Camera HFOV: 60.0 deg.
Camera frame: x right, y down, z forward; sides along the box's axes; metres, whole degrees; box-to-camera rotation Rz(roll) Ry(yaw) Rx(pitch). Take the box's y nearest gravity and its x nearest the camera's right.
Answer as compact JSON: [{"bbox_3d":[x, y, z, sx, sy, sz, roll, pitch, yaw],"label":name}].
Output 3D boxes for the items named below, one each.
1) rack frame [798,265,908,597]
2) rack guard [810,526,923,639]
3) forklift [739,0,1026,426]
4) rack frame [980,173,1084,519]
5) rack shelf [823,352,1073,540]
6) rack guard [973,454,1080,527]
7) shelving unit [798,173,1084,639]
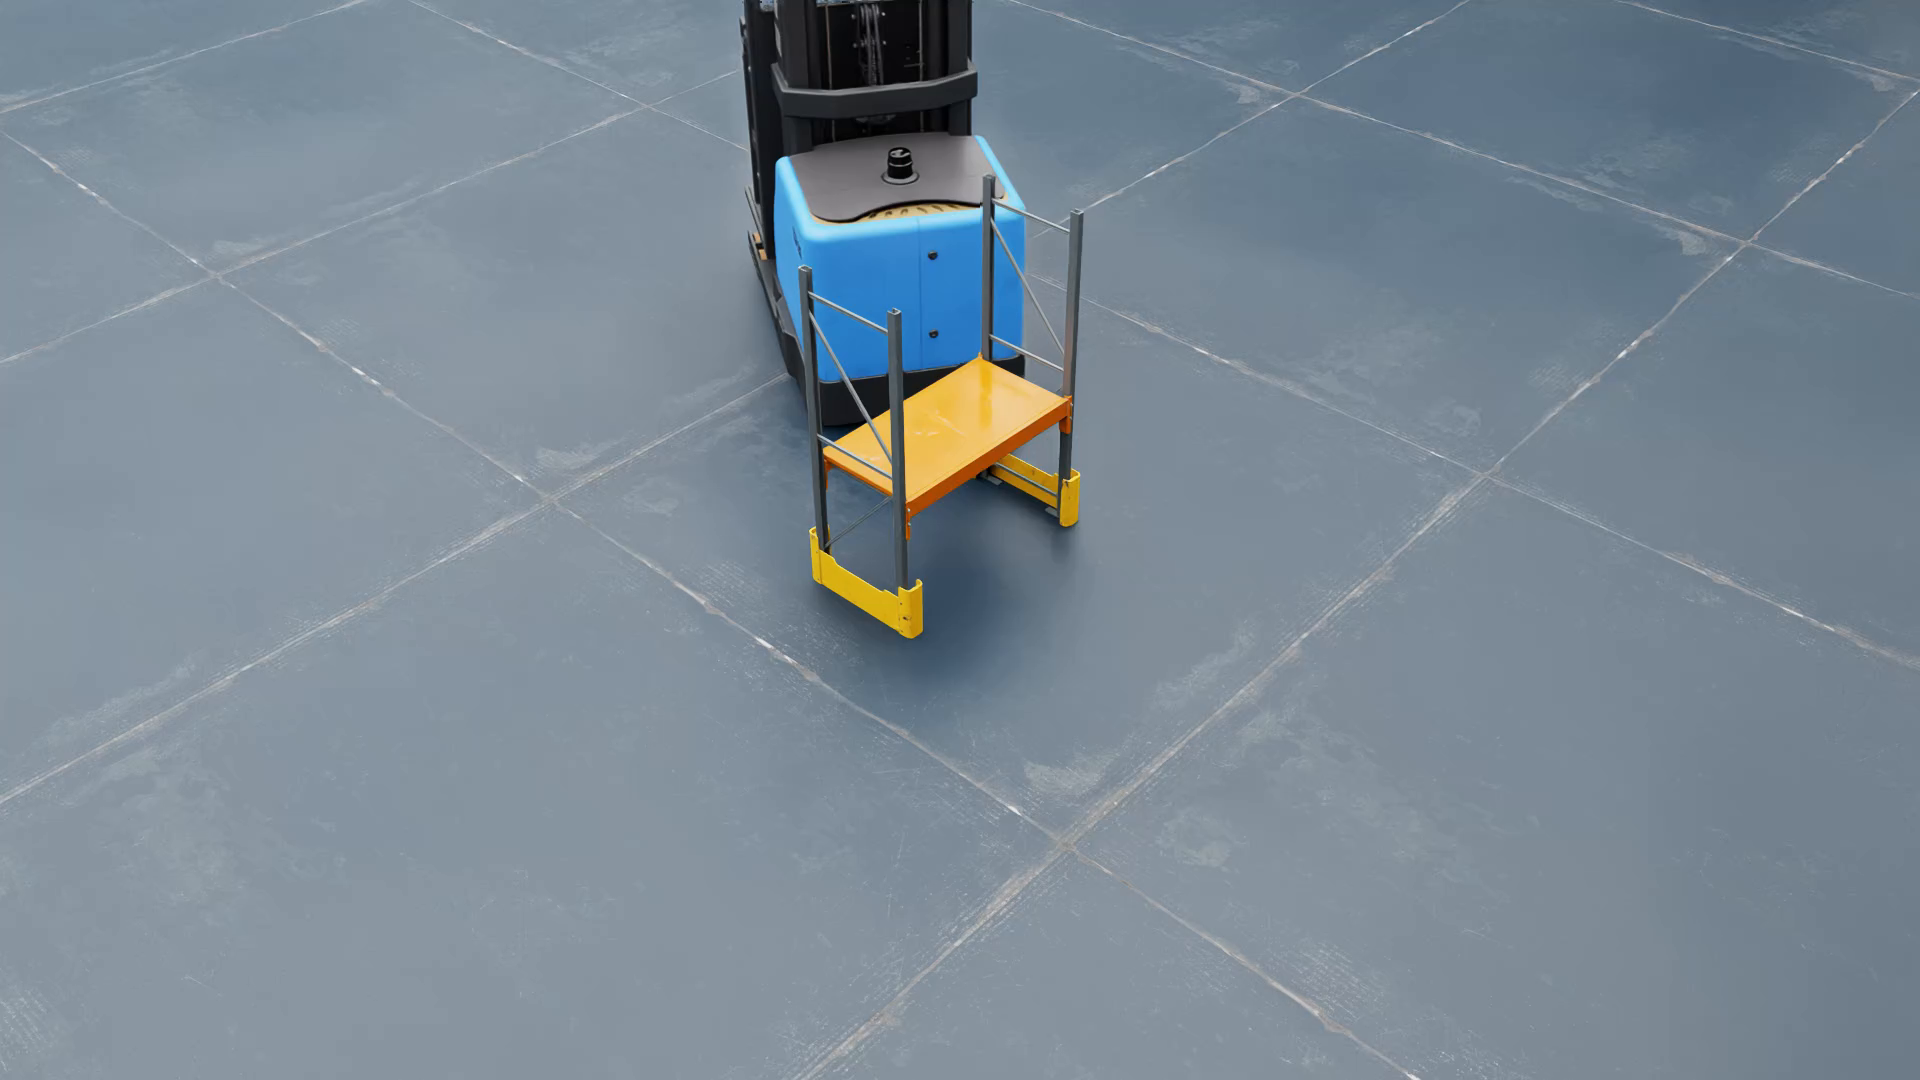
[{"bbox_3d":[-0.401,-0.314,6.440,0.500,1.500,0.032,30,47,32],"label":"rack frame"},{"bbox_3d":[-0.387,0.166,6.840,0.587,0.250,0.087,30,47,32],"label":"rack guard"},{"bbox_3d":[-0.541,-2.606,8.172,1.130,2.935,3.031,-9,39,-11],"label":"forklift"},{"bbox_3d":[0.285,-0.781,7.028,0.500,1.500,0.032,30,47,32],"label":"rack frame"},{"bbox_3d":[-0.058,-0.407,6.846,0.538,0.185,1.000,30,47,32],"label":"rack shelf"},{"bbox_3d":[0.285,-0.292,7.416,0.587,0.250,0.087,30,47,32],"label":"rack guard"},{"bbox_3d":[-0.051,-0.552,6.739,0.587,1.500,1.083,30,47,32],"label":"shelving unit"}]
